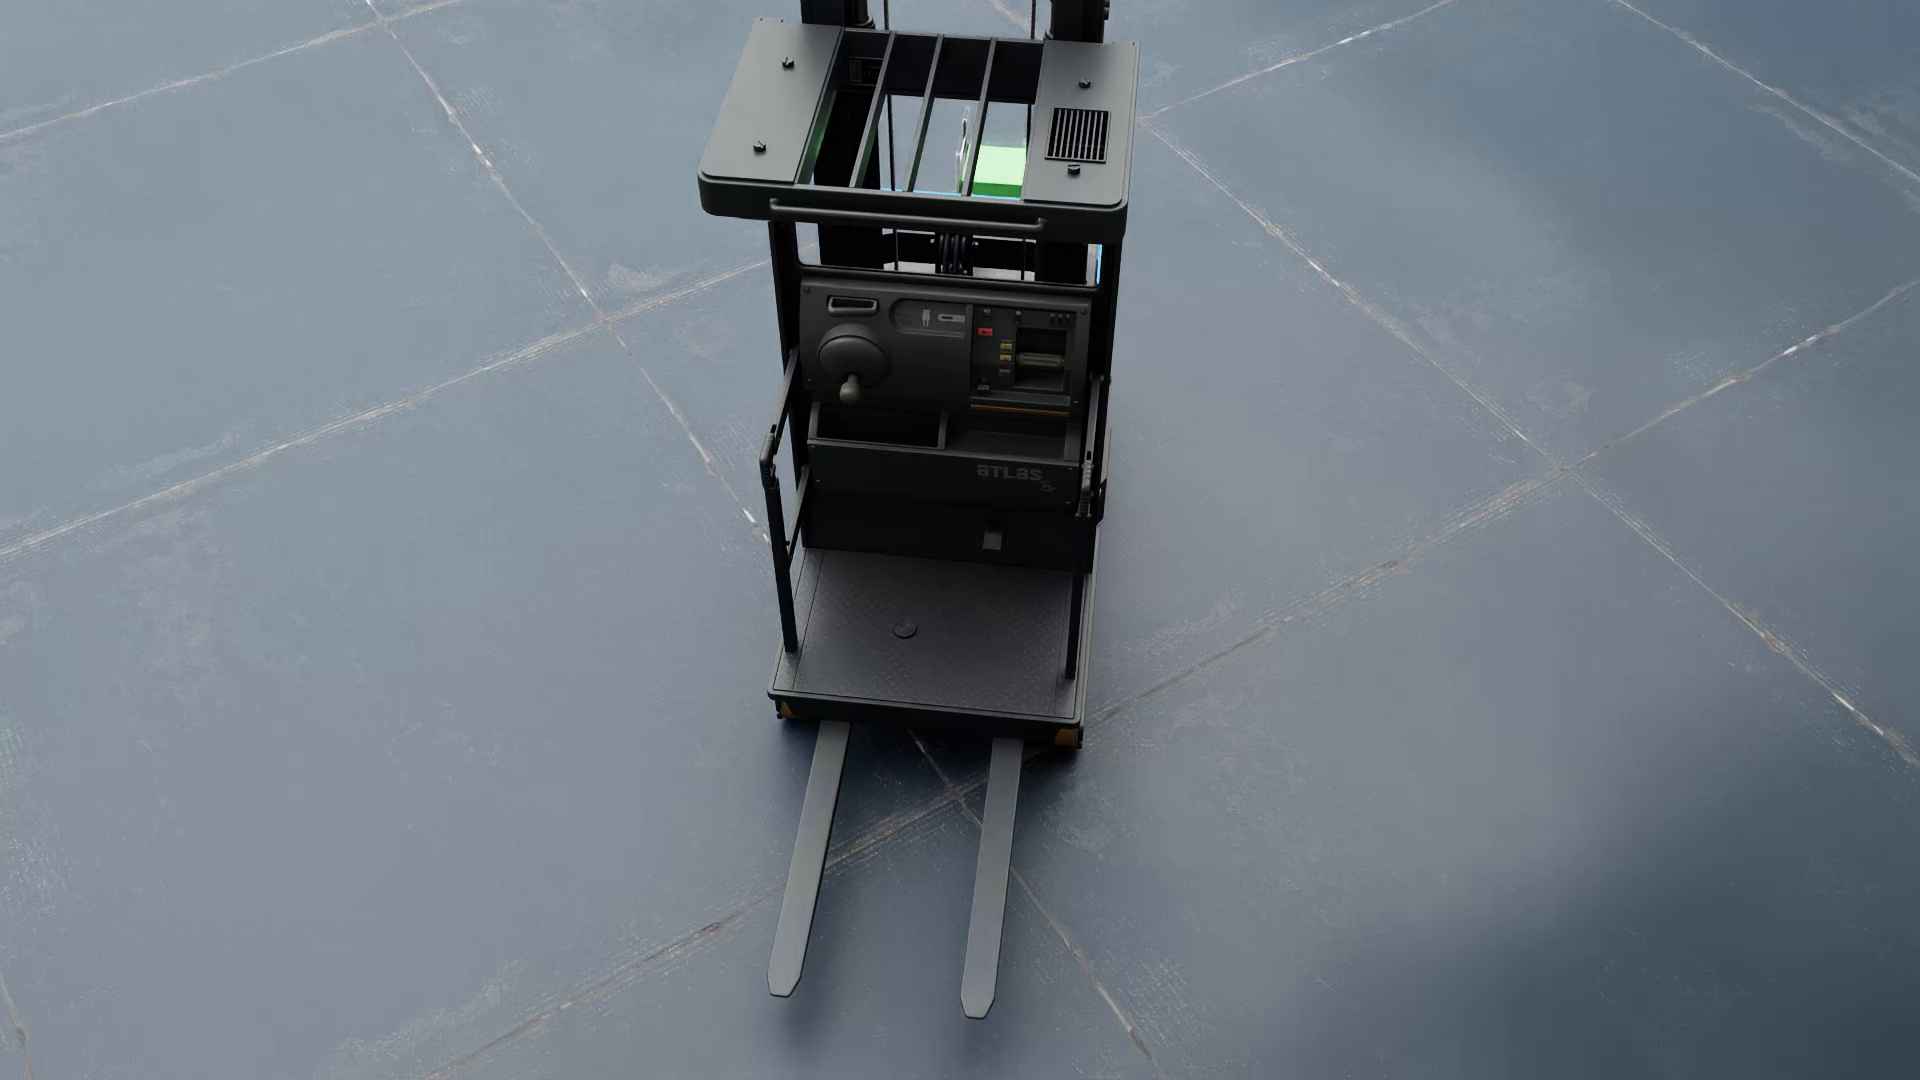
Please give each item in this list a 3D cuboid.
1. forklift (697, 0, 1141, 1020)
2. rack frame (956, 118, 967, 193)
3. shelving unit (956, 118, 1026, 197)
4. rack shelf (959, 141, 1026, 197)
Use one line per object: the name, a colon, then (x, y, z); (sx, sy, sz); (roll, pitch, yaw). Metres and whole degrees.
forklift: (-0.075, -0.512, 5.188); (1.130, 2.935, 3.031); (5, 49, 5)
rack frame: (0.007, -1.179, 6.942); (0.015, 1.200, 0.240); (5, 49, 5)
shelving unit: (0.249, -1.157, 6.923); (0.503, 1.200, 0.258); (5, 49, 5)
rack shelf: (0.249, -1.434, 6.612); (0.480, 0.148, 0.258); (5, 49, 5)
